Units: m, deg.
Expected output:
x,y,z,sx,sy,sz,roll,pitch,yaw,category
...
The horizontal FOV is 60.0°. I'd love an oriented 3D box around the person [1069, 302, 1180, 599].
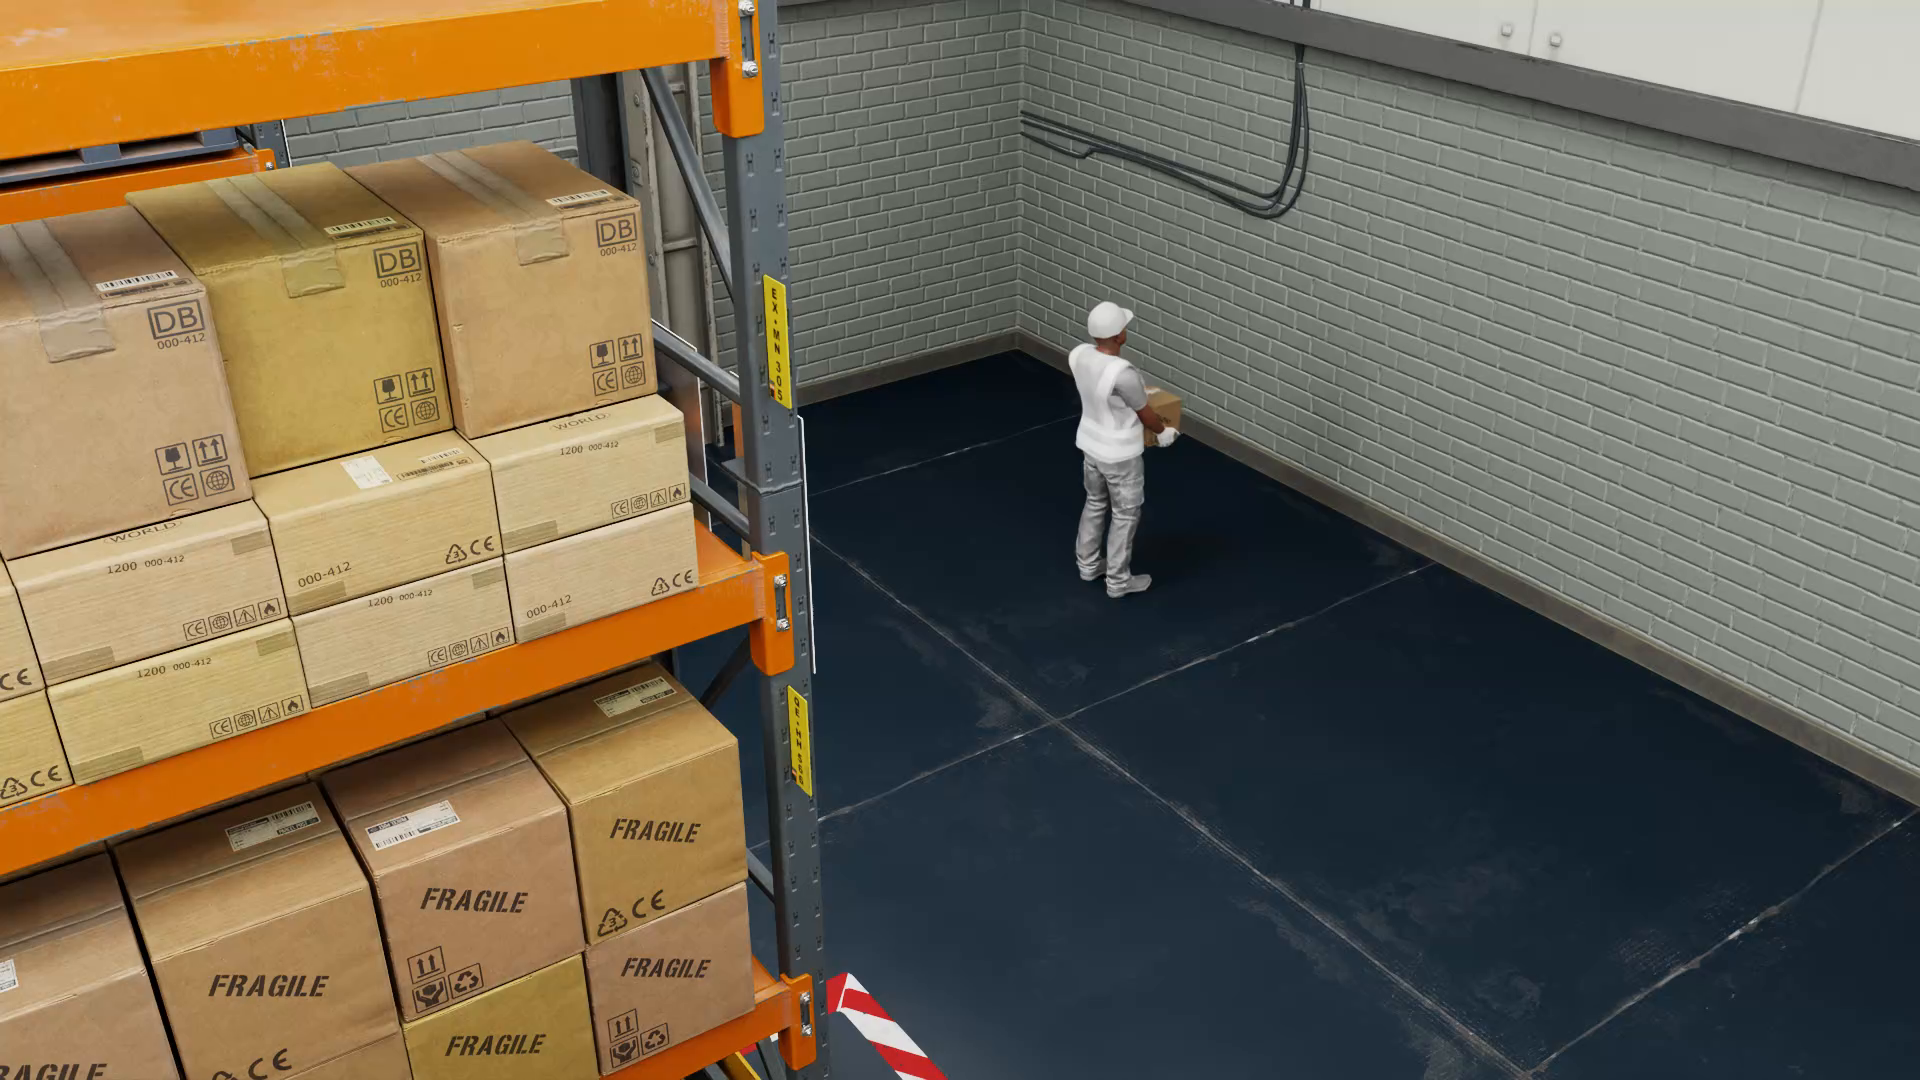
x,y,z,sx,sy,sz,roll,pitch,yaw,category
0.952,-0.552,9.626,0.572,1.784,0.497,-16,32,-27,person
